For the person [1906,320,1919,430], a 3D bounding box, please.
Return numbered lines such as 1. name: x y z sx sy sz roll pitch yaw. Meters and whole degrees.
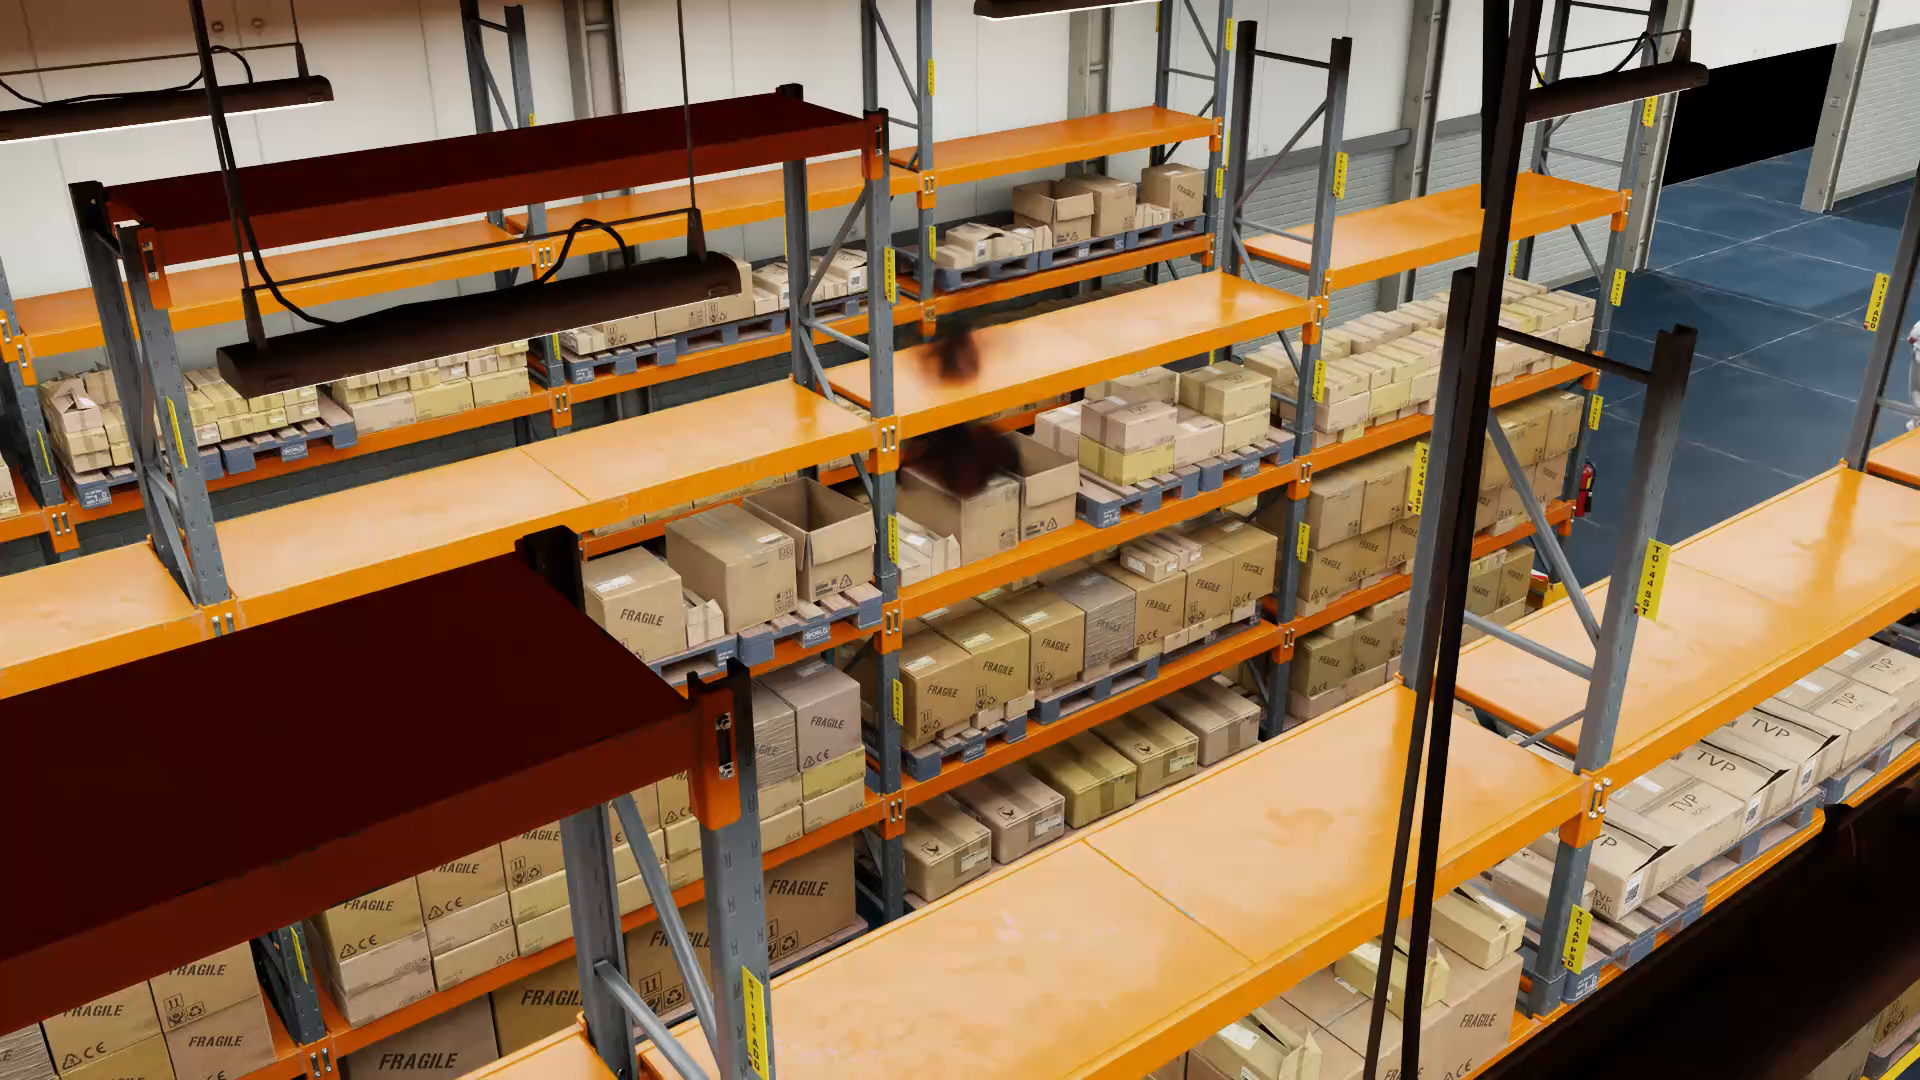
1. person: 12.012 -2.199 20.618 0.637 1.844 0.714 2 26 4
